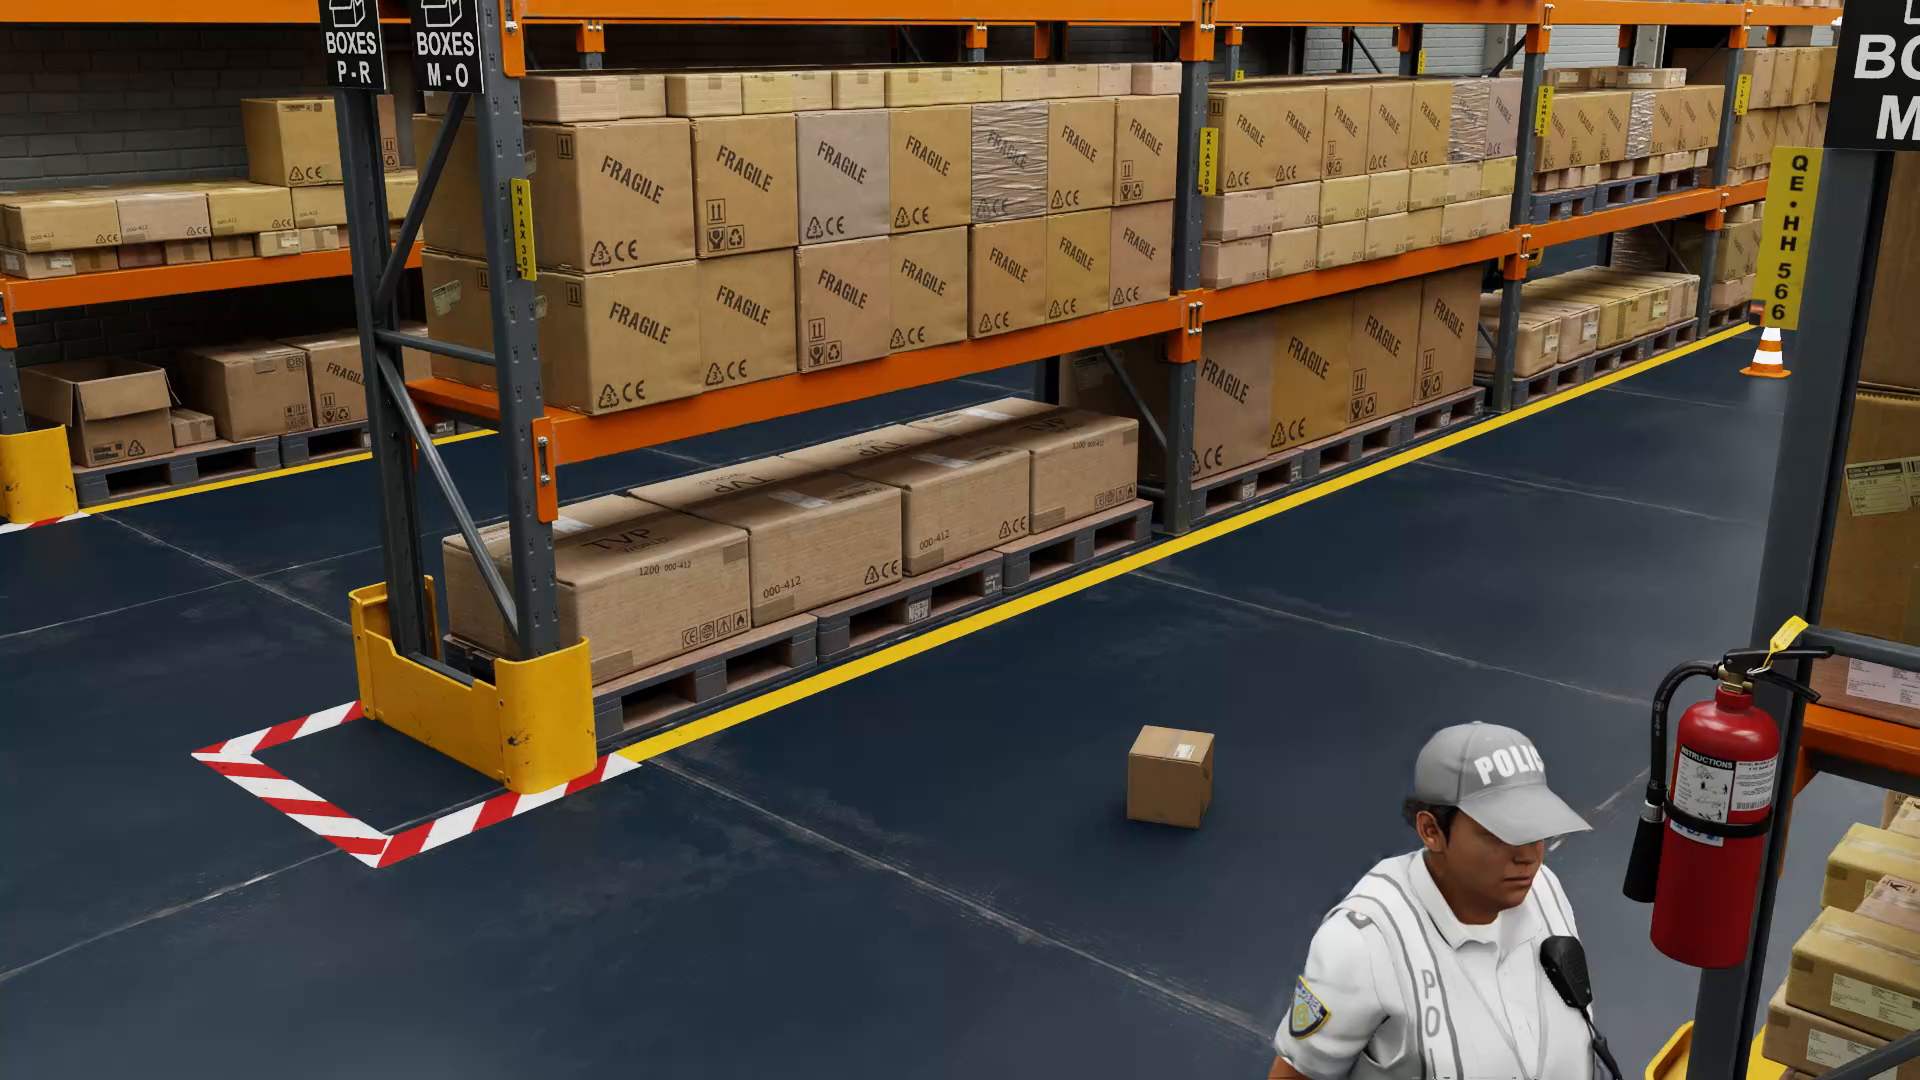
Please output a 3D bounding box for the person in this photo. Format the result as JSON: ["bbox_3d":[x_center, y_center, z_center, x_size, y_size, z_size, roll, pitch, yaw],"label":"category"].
[{"bbox_3d":[0.696,1.034,2.652,0.494,1.631,0.773,-9,19,-28],"label":"person"}]
